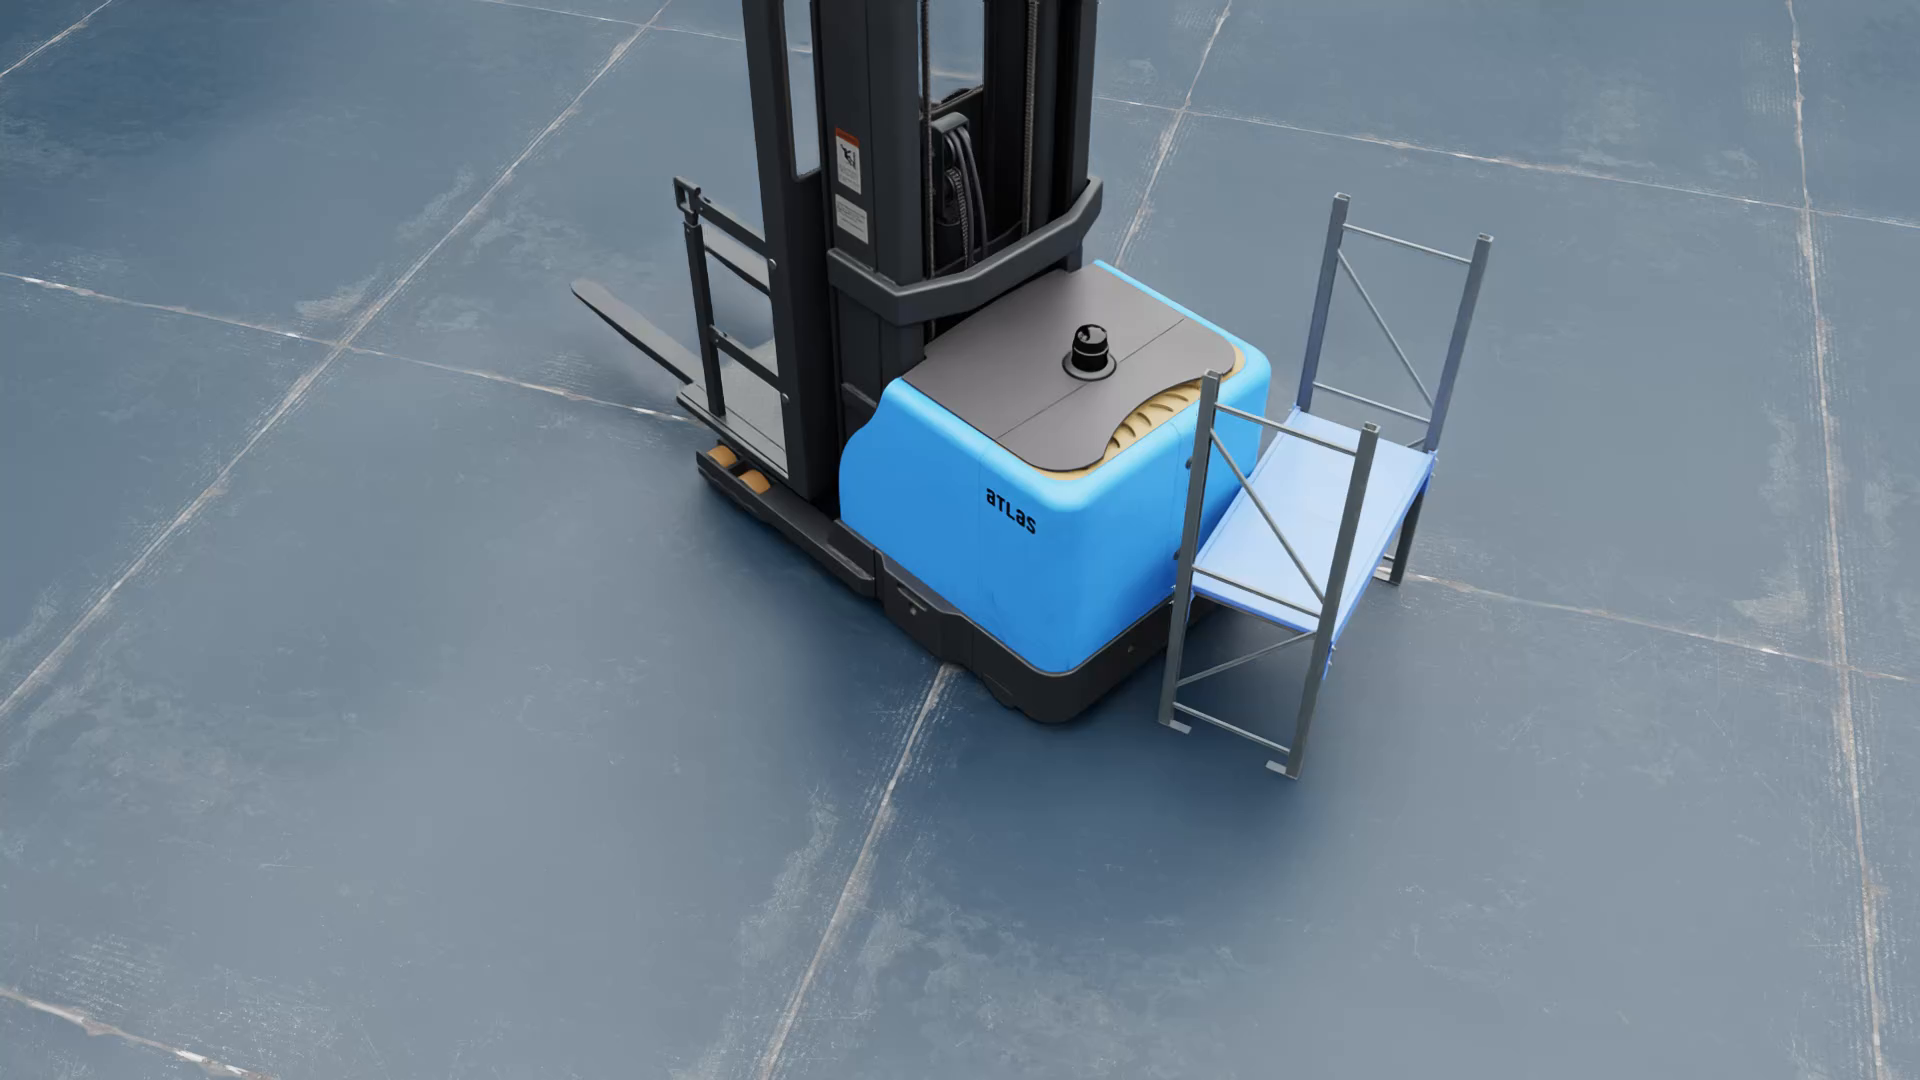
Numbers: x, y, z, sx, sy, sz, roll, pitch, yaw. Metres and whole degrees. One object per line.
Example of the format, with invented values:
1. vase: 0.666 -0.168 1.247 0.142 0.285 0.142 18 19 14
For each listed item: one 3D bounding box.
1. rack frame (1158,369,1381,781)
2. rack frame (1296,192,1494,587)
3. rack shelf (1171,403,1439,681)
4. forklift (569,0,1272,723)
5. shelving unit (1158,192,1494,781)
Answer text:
1. rack frame: 0.893 0.158 5.016 0.500 1.500 0.032 22 48 21
2. rack frame: 1.395 -0.460 5.648 0.500 1.500 0.032 22 48 21
3. rack shelf: 1.144 -0.022 5.458 0.538 0.185 1.000 22 48 21
4. forklift: -0.367 -1.373 5.557 1.130 2.935 3.031 -34 54 -30
5. shelving unit: 1.144 -0.151 5.332 0.538 1.500 1.048 22 48 21
